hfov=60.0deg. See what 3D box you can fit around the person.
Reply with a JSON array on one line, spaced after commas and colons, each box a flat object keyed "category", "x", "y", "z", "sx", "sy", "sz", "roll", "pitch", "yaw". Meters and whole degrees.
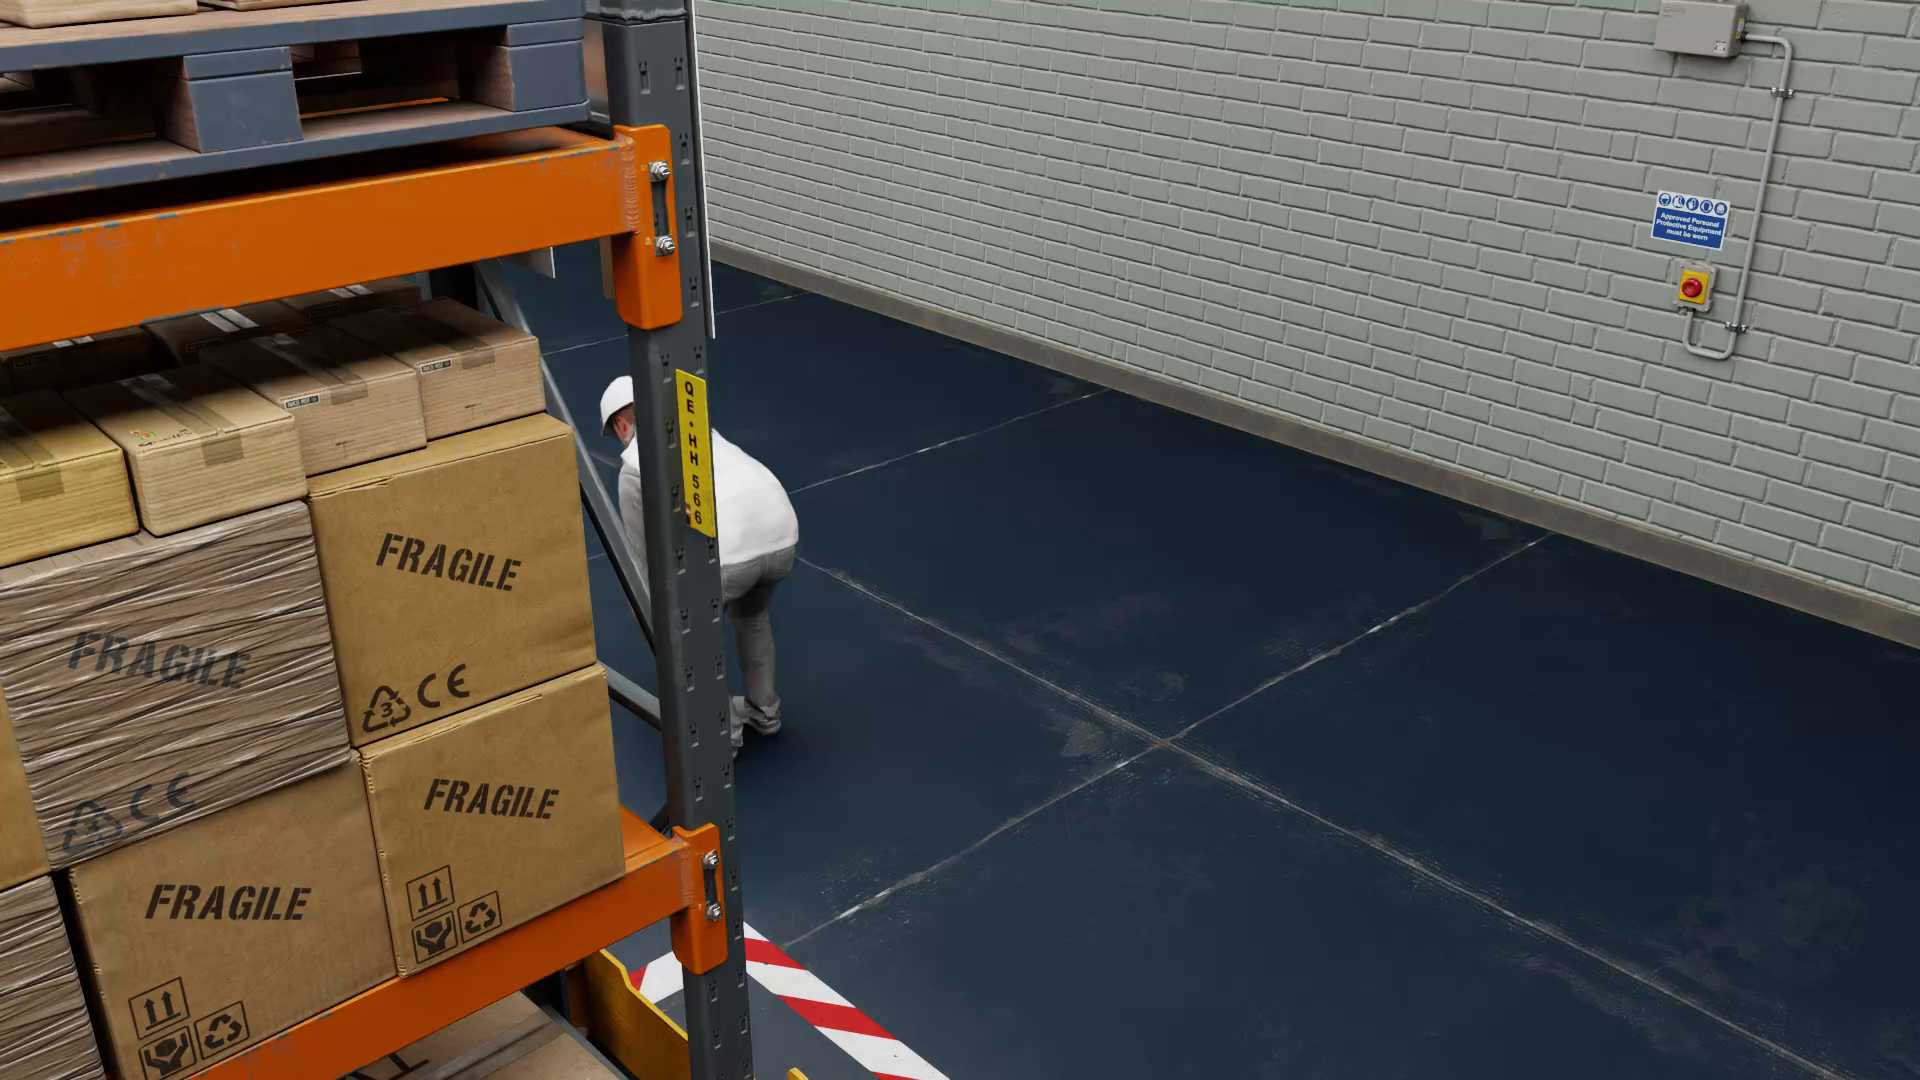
[{"category": "person", "x": -1.018, "y": 0.099, "z": 6.369, "sx": 0.465, "sy": 1.351, "sz": 0.936, "roll": -22, "pitch": 32, "yaw": -40}]
